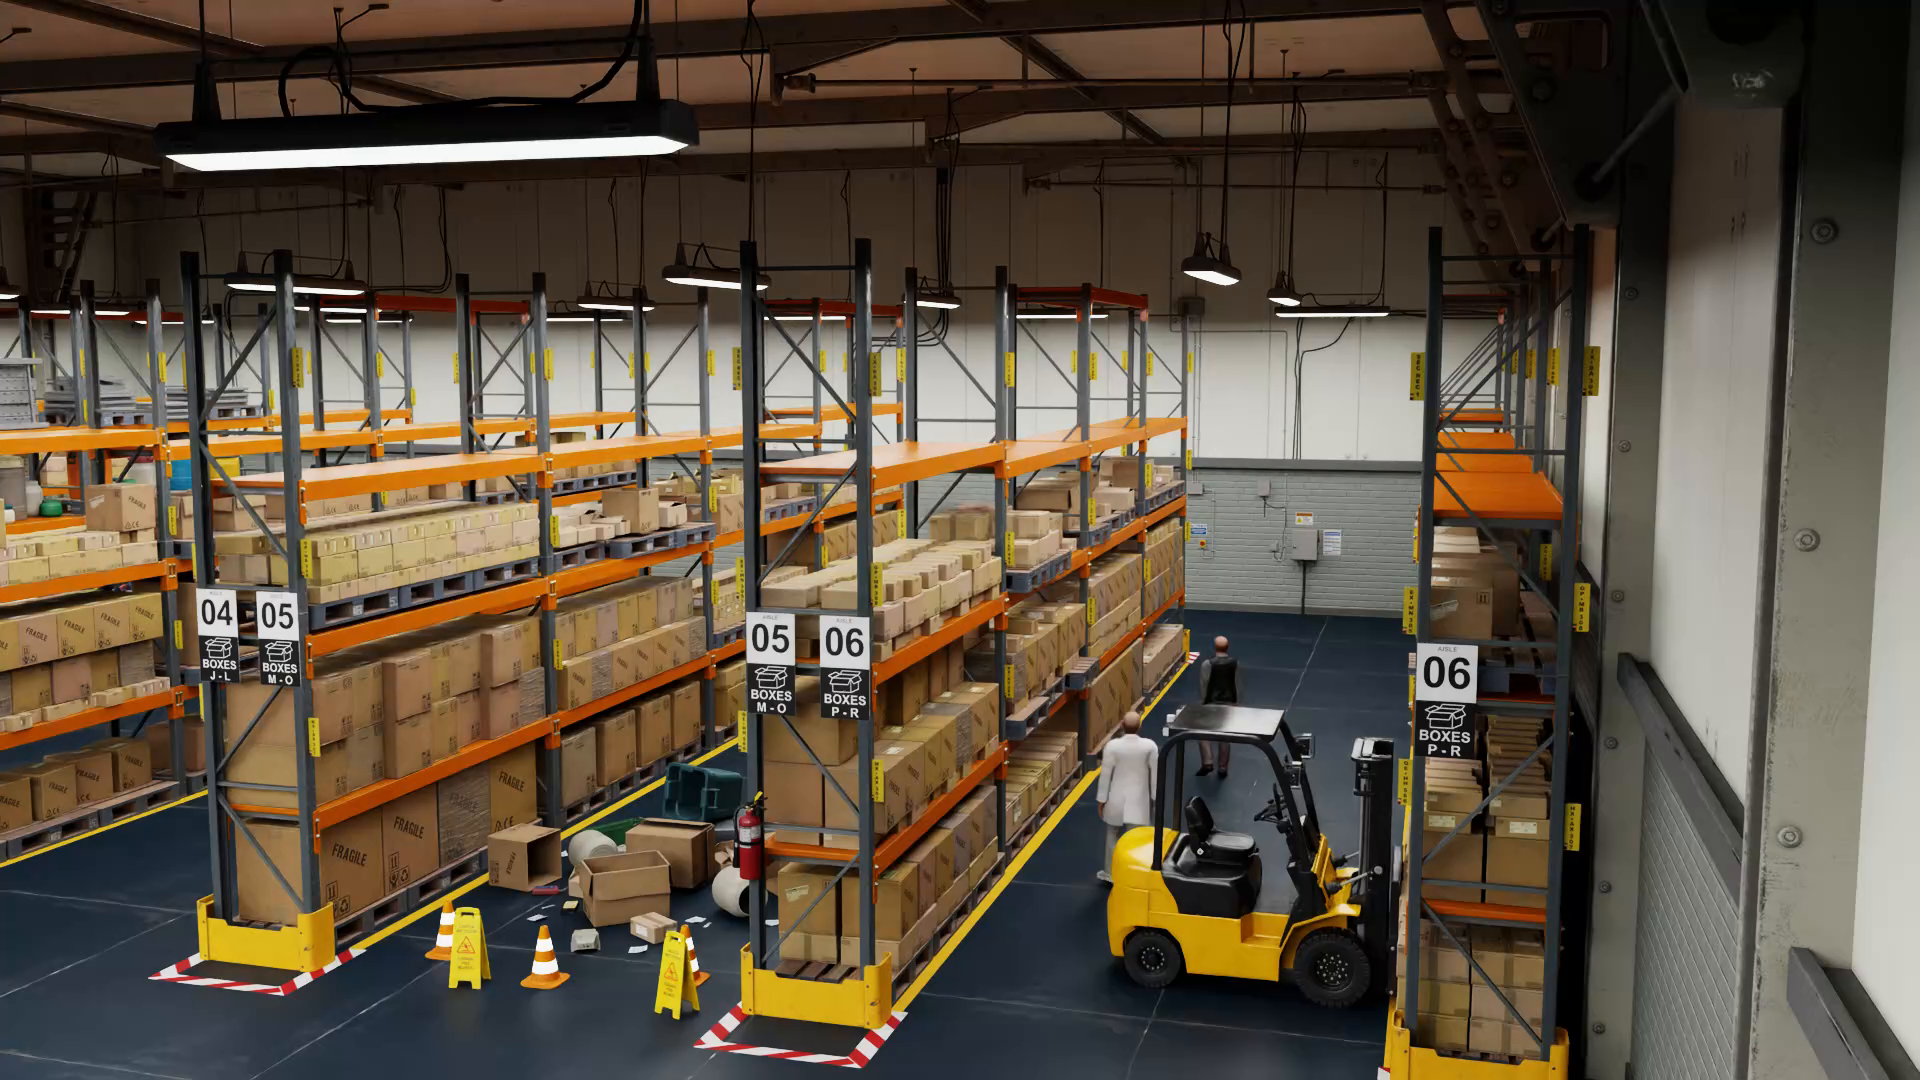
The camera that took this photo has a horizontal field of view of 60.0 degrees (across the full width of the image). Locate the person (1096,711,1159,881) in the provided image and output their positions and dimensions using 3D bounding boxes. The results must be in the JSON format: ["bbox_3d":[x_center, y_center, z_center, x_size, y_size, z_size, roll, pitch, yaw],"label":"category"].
[{"bbox_3d":[1.611,2.603,16.033,0.673,1.590,0.797,1,7,12],"label":"person"}]

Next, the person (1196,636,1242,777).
[{"bbox_3d":[3.176,2.045,20.390,0.567,1.748,0.390,-1,7,-10],"label":"person"}]
